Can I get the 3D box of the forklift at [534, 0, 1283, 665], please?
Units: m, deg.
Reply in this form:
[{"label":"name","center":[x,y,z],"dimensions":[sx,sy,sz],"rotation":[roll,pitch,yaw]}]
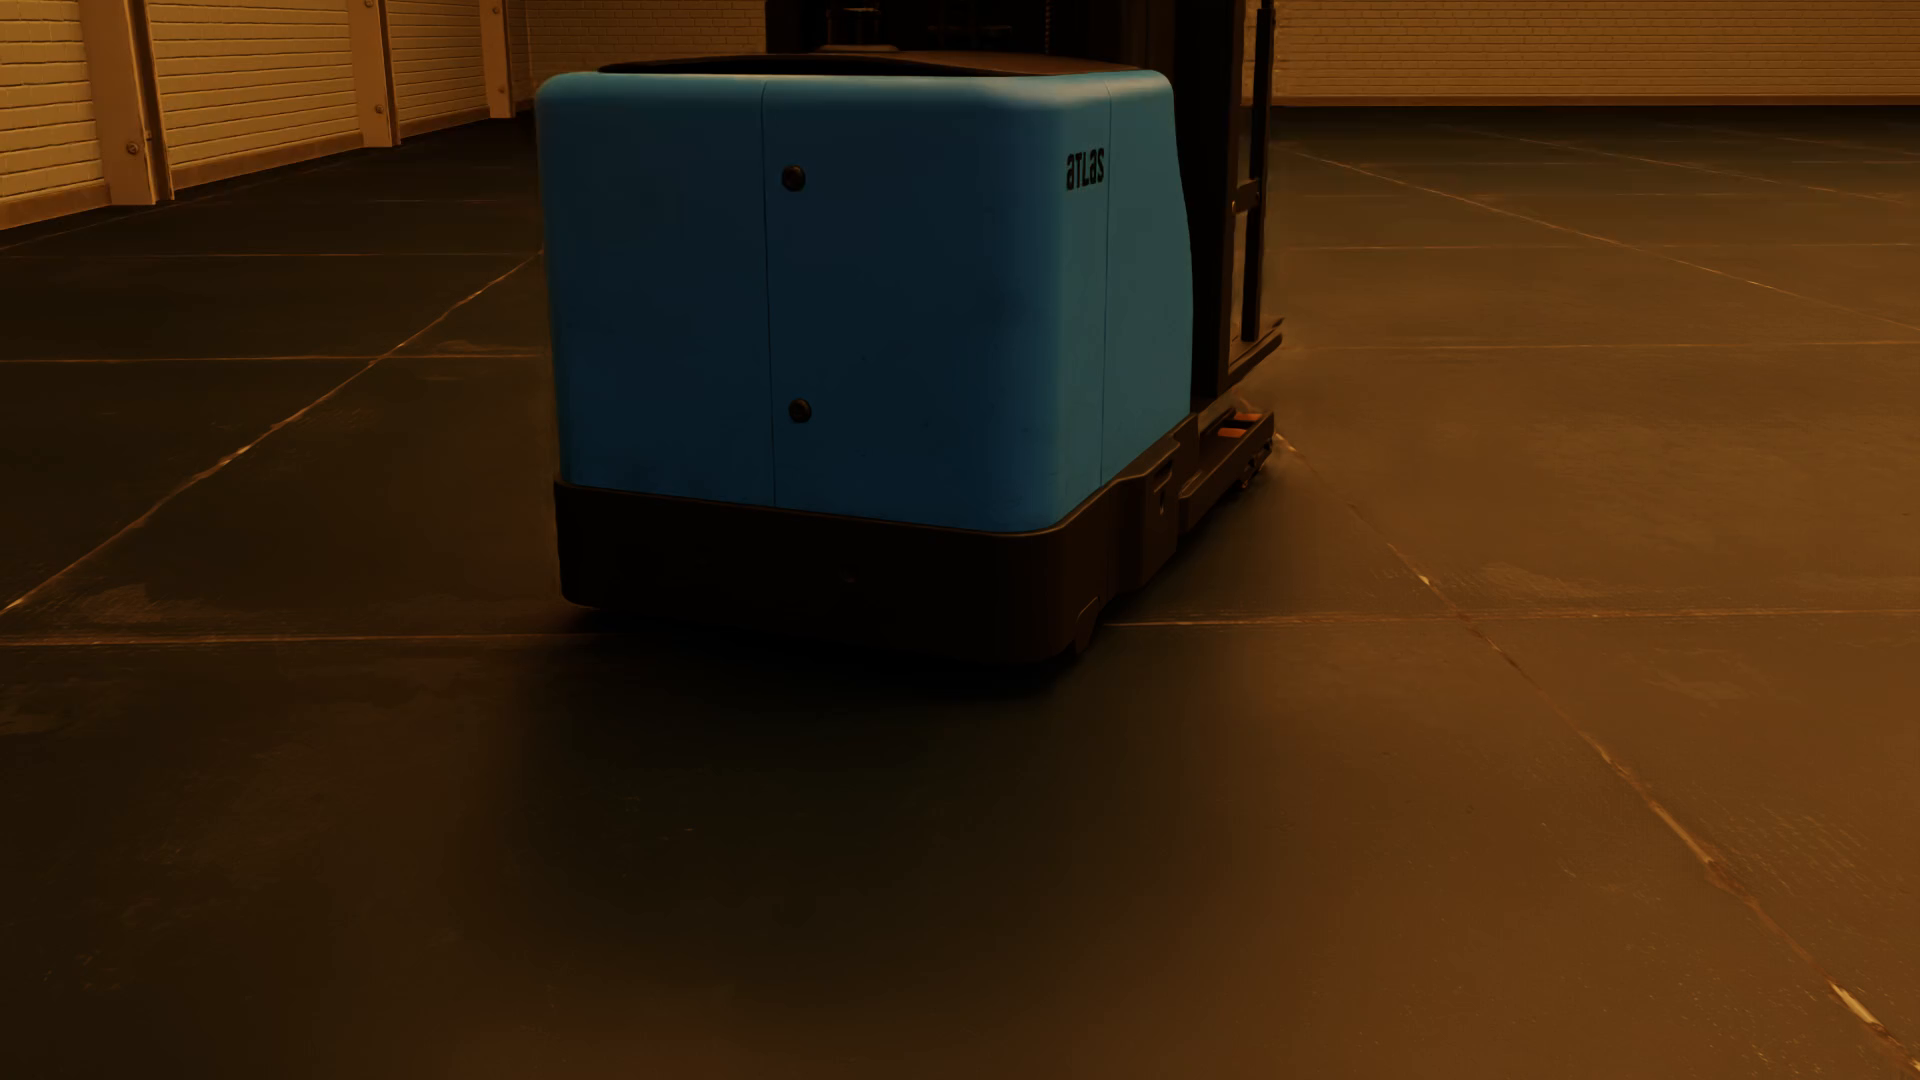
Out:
[{"label":"forklift","center":[0.215,-1.570,4.040],"dimensions":[1.130,2.935,3.031],"rotation":[7,18,21]}]
